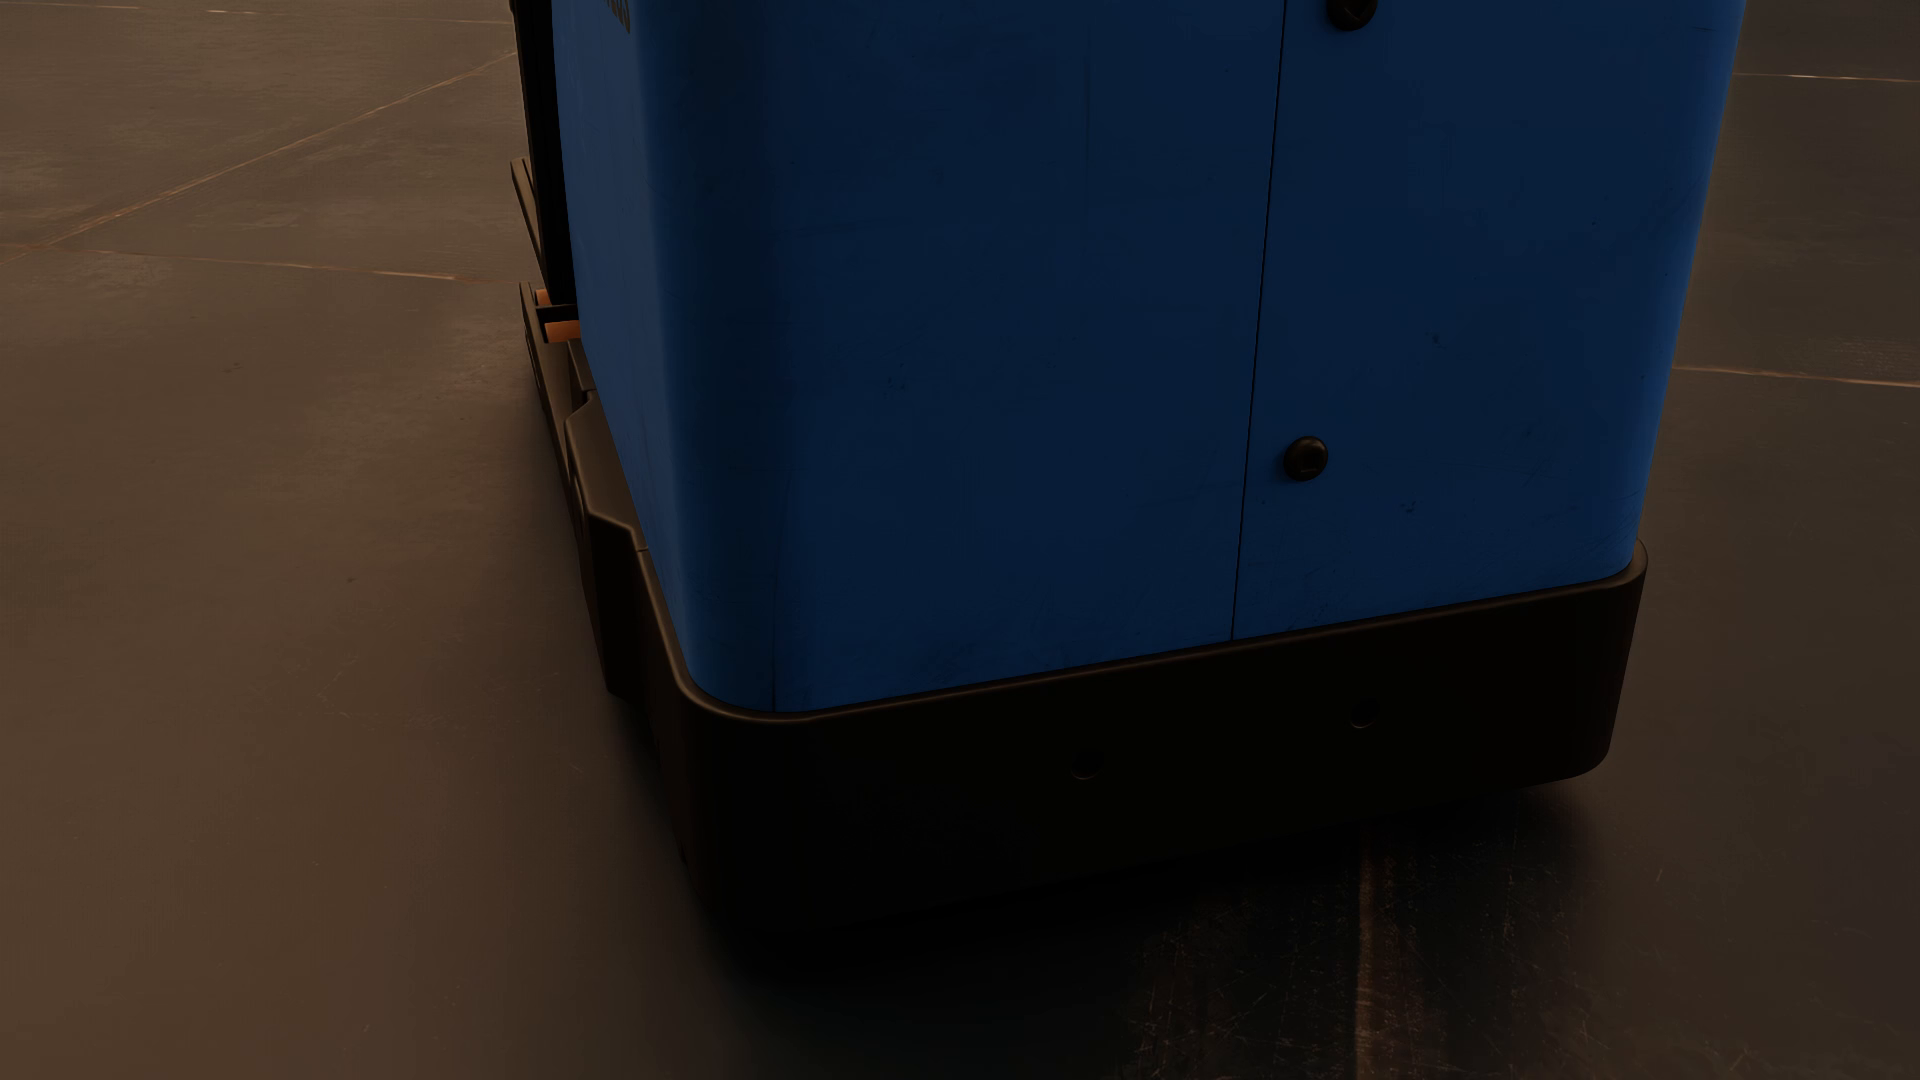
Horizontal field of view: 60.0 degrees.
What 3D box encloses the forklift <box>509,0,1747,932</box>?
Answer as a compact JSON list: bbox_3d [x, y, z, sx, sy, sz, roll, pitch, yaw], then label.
[{"bbox_3d":[-0.187,-1.577,2.371,1.130,2.935,3.031,-8,28,-16],"label":"forklift"}]
